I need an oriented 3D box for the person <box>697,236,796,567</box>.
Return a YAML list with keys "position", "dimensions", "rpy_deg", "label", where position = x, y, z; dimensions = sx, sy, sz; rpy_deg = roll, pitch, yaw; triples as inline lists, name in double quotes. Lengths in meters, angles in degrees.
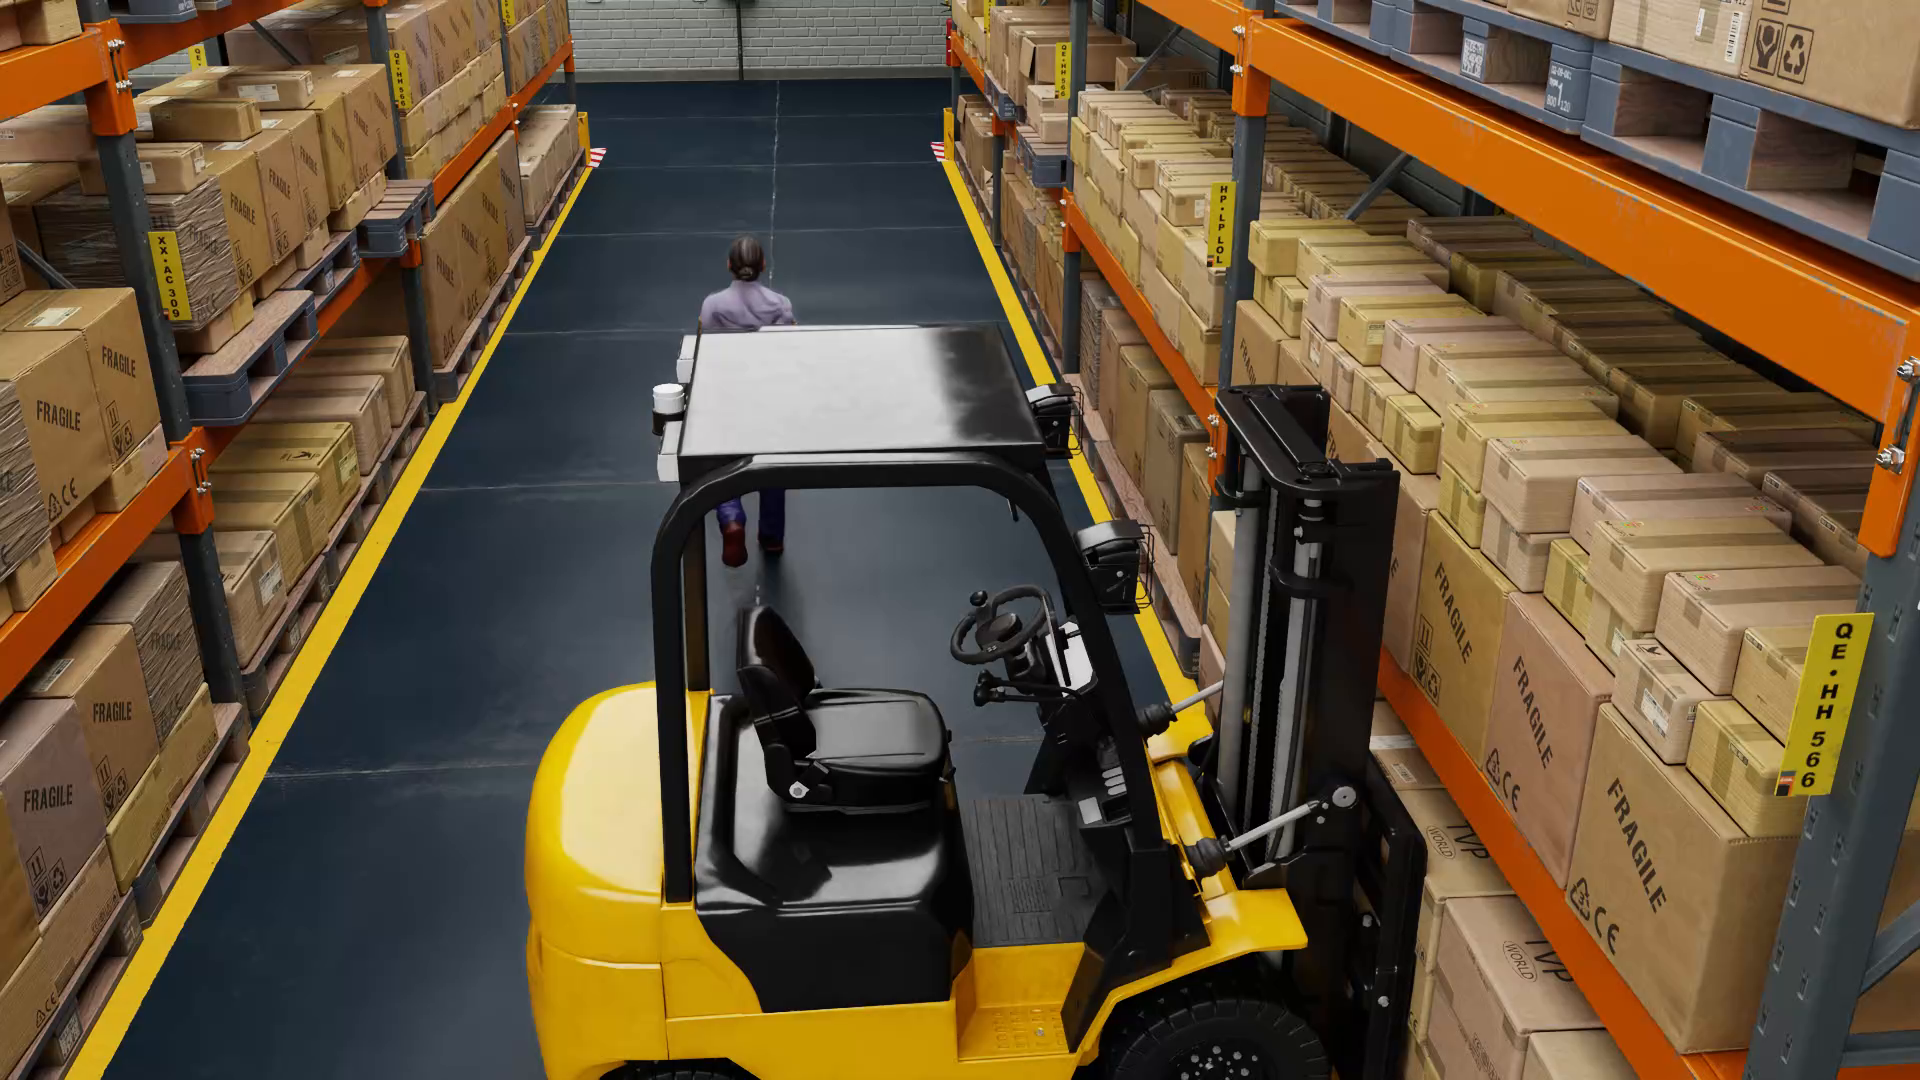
- position: [-1.019, -0.645, 8.039]
  dimensions: [0.484, 1.628, 0.662]
  rpy_deg: [-6, 24, -12]
  label: "person"
